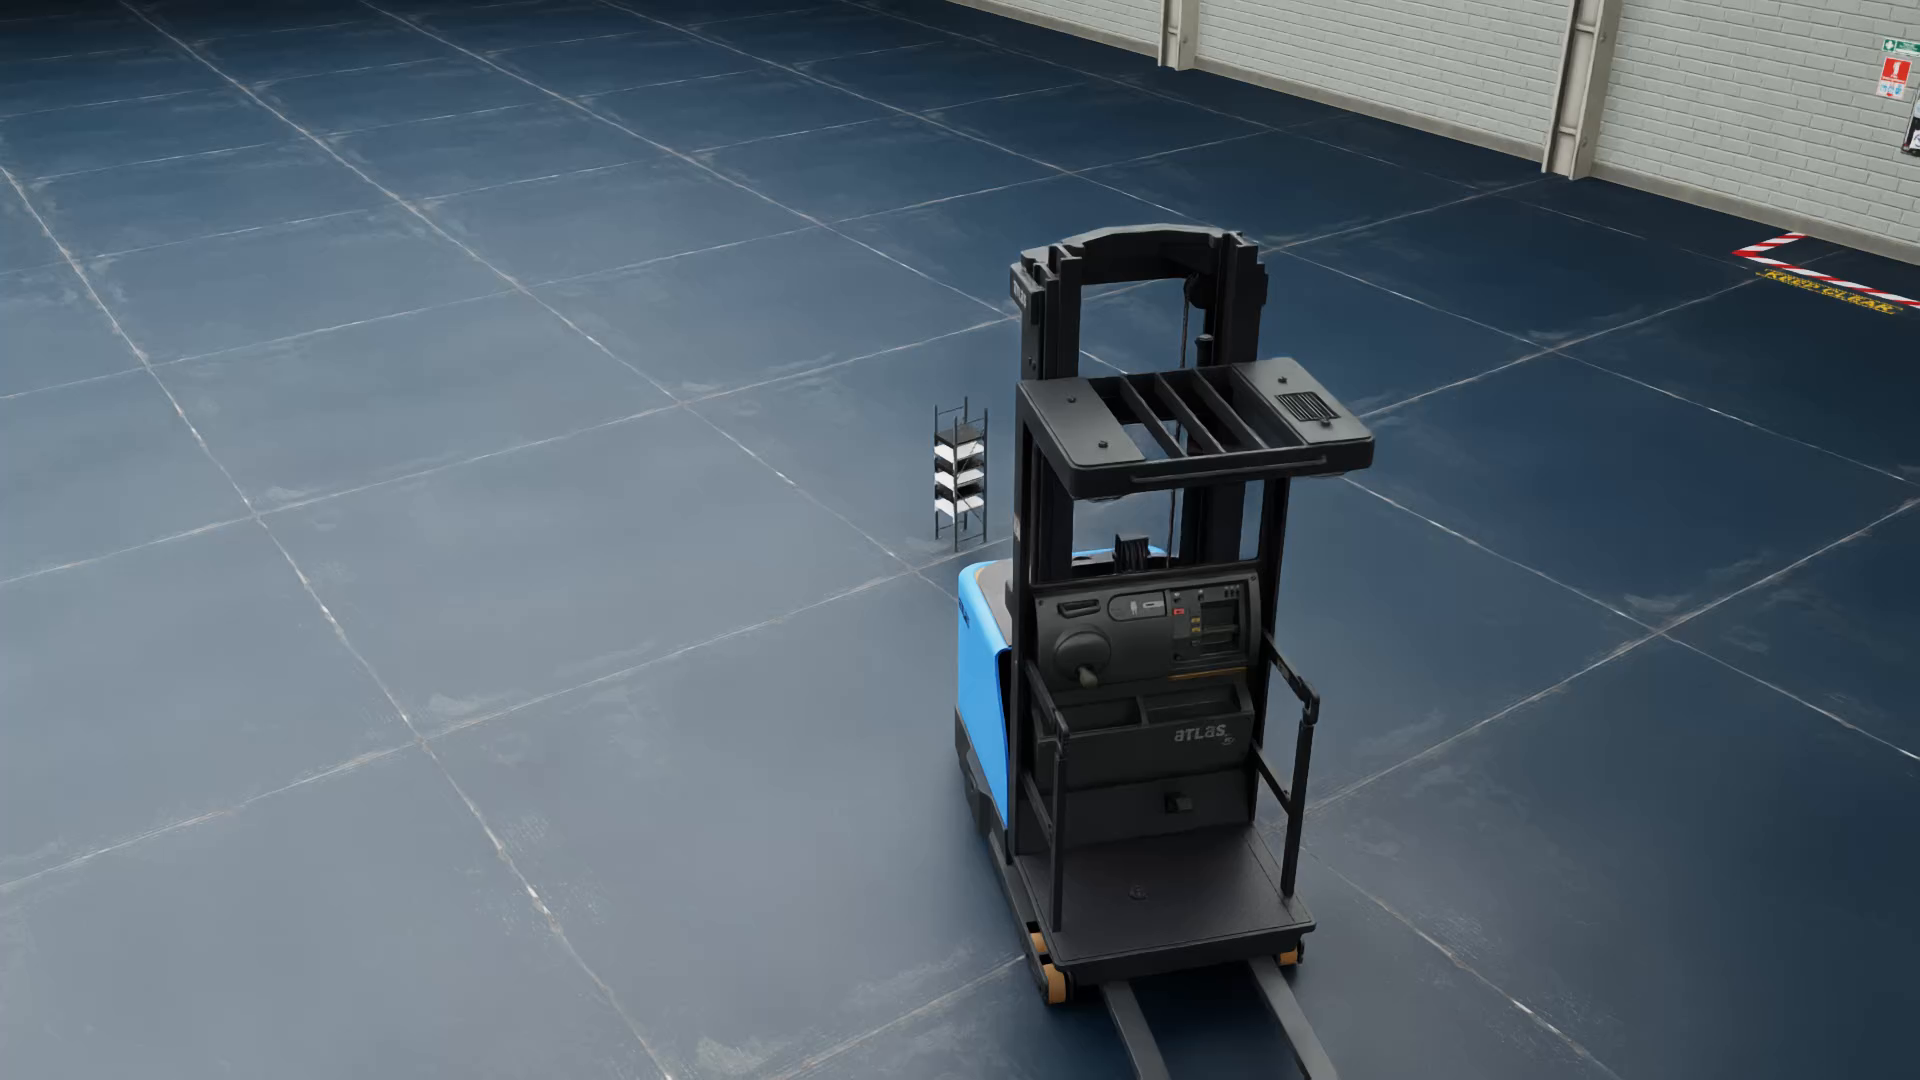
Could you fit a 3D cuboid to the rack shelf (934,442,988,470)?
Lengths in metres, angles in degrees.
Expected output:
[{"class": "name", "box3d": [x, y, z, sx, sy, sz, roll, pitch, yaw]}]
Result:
[{"class": "rack shelf", "box3d": [0.005, -0.521, 9.959, 0.258, 0.077, 0.200, -19, 34, -31]}]

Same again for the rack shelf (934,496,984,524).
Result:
[{"class": "rack shelf", "box3d": [0.005, -0.205, 10.131, 0.258, 0.077, 0.200, -19, 34, -31]}]

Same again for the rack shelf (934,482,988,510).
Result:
[{"class": "rack shelf", "box3d": [0.005, -0.284, 10.088, 0.258, 0.077, 0.200, -19, 34, -31]}]

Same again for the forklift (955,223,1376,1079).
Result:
[{"class": "forklift", "box3d": [0.801, 0.402, 6.439, 1.130, 2.935, 3.031, -6, 29, -11]}]

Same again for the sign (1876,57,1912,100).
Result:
[{"class": "sign", "box3d": [8.127, -4.019, 14.471, 0.001, 0.329, 0.234, -19, 34, -31]}]

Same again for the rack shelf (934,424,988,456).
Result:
[{"class": "rack shelf", "box3d": [0.005, -0.600, 9.916, 0.258, 0.077, 0.200, -19, 34, -31]}]

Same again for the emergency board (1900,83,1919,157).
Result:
[{"class": "emergency board", "box3d": [8.374, -3.769, 14.046, 0.157, 1.169, 0.626, -19, 34, -31]}]

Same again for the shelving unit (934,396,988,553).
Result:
[{"class": "shelving unit", "box3d": [0.005, -0.392, 10.029, 0.258, 0.900, 0.210, -19, 34, -31]}]

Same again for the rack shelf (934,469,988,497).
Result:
[{"class": "rack shelf", "box3d": [0.005, -0.363, 10.045, 0.258, 0.077, 0.200, -19, 34, -31]}]

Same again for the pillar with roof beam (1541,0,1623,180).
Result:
[{"class": "pillar with roof beam", "box3d": [2.779, -6.566, 12.911, 9.100, 9.000, 0.400, -19, 34, -31]}]

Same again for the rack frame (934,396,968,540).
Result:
[{"class": "rack frame", "box3d": [-0.054, -0.432, 10.102, 0.240, 0.900, 0.006, -19, 34, -31]}]

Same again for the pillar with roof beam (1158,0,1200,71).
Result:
[{"class": "pillar with roof beam", "box3d": [-0.701, -8.899, 17.206, 9.100, 9.000, 0.400, -19, 34, -31]}]

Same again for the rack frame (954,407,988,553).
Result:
[{"class": "rack frame", "box3d": [0.064, -0.353, 9.957, 0.240, 0.900, 0.006, -19, 34, -31]}]

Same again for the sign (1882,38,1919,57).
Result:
[{"class": "sign", "box3d": [8.123, -4.248, 14.336, 0.001, 0.109, 0.331, -19, 34, -31]}]

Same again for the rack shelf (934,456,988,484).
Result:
[{"class": "rack shelf", "box3d": [0.005, -0.442, 10.002, 0.258, 0.077, 0.200, -19, 34, -31]}]

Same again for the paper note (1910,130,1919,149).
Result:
[{"class": "paper note", "box3d": [8.318, -3.461, 14.403, 0.016, 0.148, 0.142, -19, 34, -31]}]
